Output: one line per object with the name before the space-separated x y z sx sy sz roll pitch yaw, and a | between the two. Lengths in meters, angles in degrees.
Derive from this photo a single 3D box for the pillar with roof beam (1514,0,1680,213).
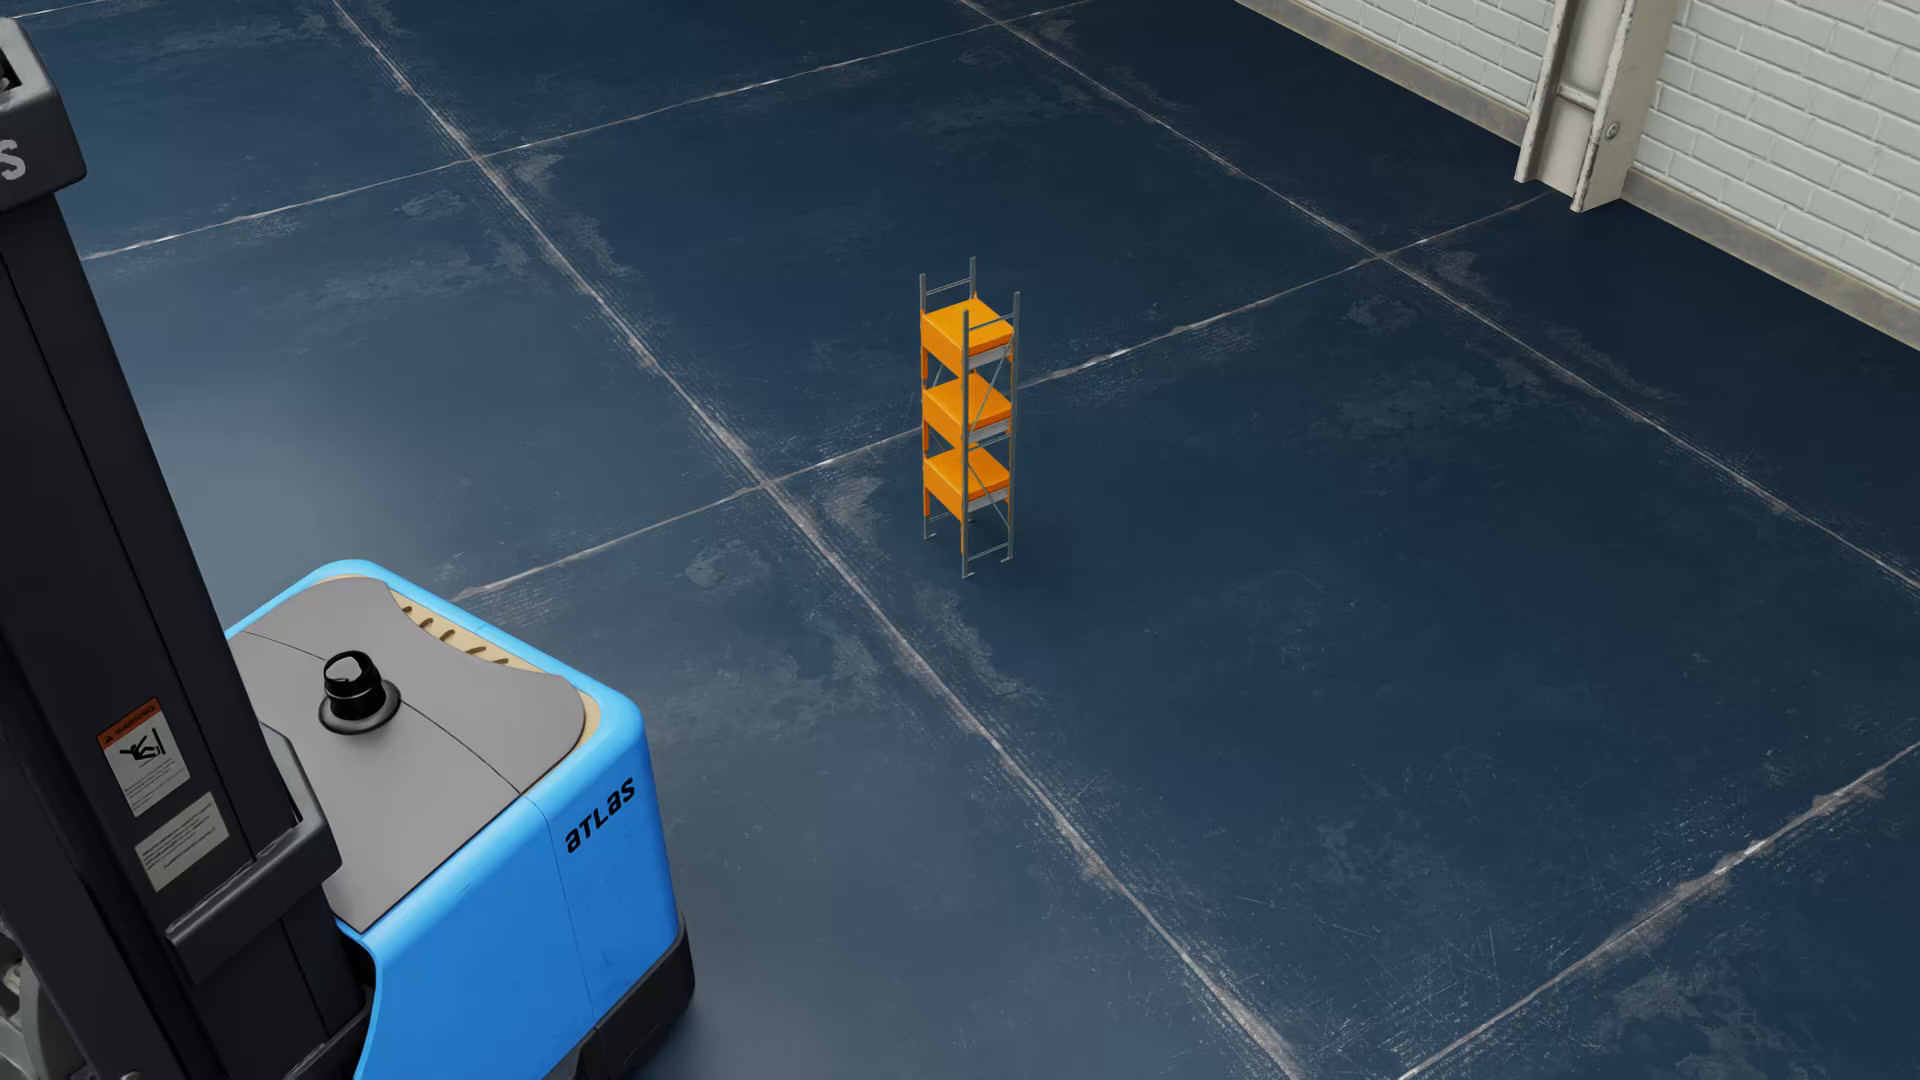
pillar with roof beam | -0.806 -3.614 3.057 9.100 9.000 0.400 -22 45 -24

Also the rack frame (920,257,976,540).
rack frame | -0.037 -0.440 5.458 0.200 1.050 0.008 -22 45 -24

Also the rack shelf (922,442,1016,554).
rack shelf | 0.029 -0.153 5.564 0.215 0.259 0.240 -22 45 -24

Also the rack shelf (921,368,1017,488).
rack shelf | 0.029 -0.366 5.386 0.215 0.259 0.240 -22 45 -24

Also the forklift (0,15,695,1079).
forklift | -1.915 0.677 2.648 1.130 2.935 3.031 23 45 25

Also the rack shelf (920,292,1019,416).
rack shelf | 0.029 -0.584 5.204 0.215 0.259 0.240 -22 45 -24

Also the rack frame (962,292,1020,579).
rack frame | 0.094 -0.309 5.300 0.200 1.050 0.008 -22 45 -24

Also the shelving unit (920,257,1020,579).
shelving unit | 0.029 -0.374 5.379 0.215 1.050 0.252 -22 45 -24
